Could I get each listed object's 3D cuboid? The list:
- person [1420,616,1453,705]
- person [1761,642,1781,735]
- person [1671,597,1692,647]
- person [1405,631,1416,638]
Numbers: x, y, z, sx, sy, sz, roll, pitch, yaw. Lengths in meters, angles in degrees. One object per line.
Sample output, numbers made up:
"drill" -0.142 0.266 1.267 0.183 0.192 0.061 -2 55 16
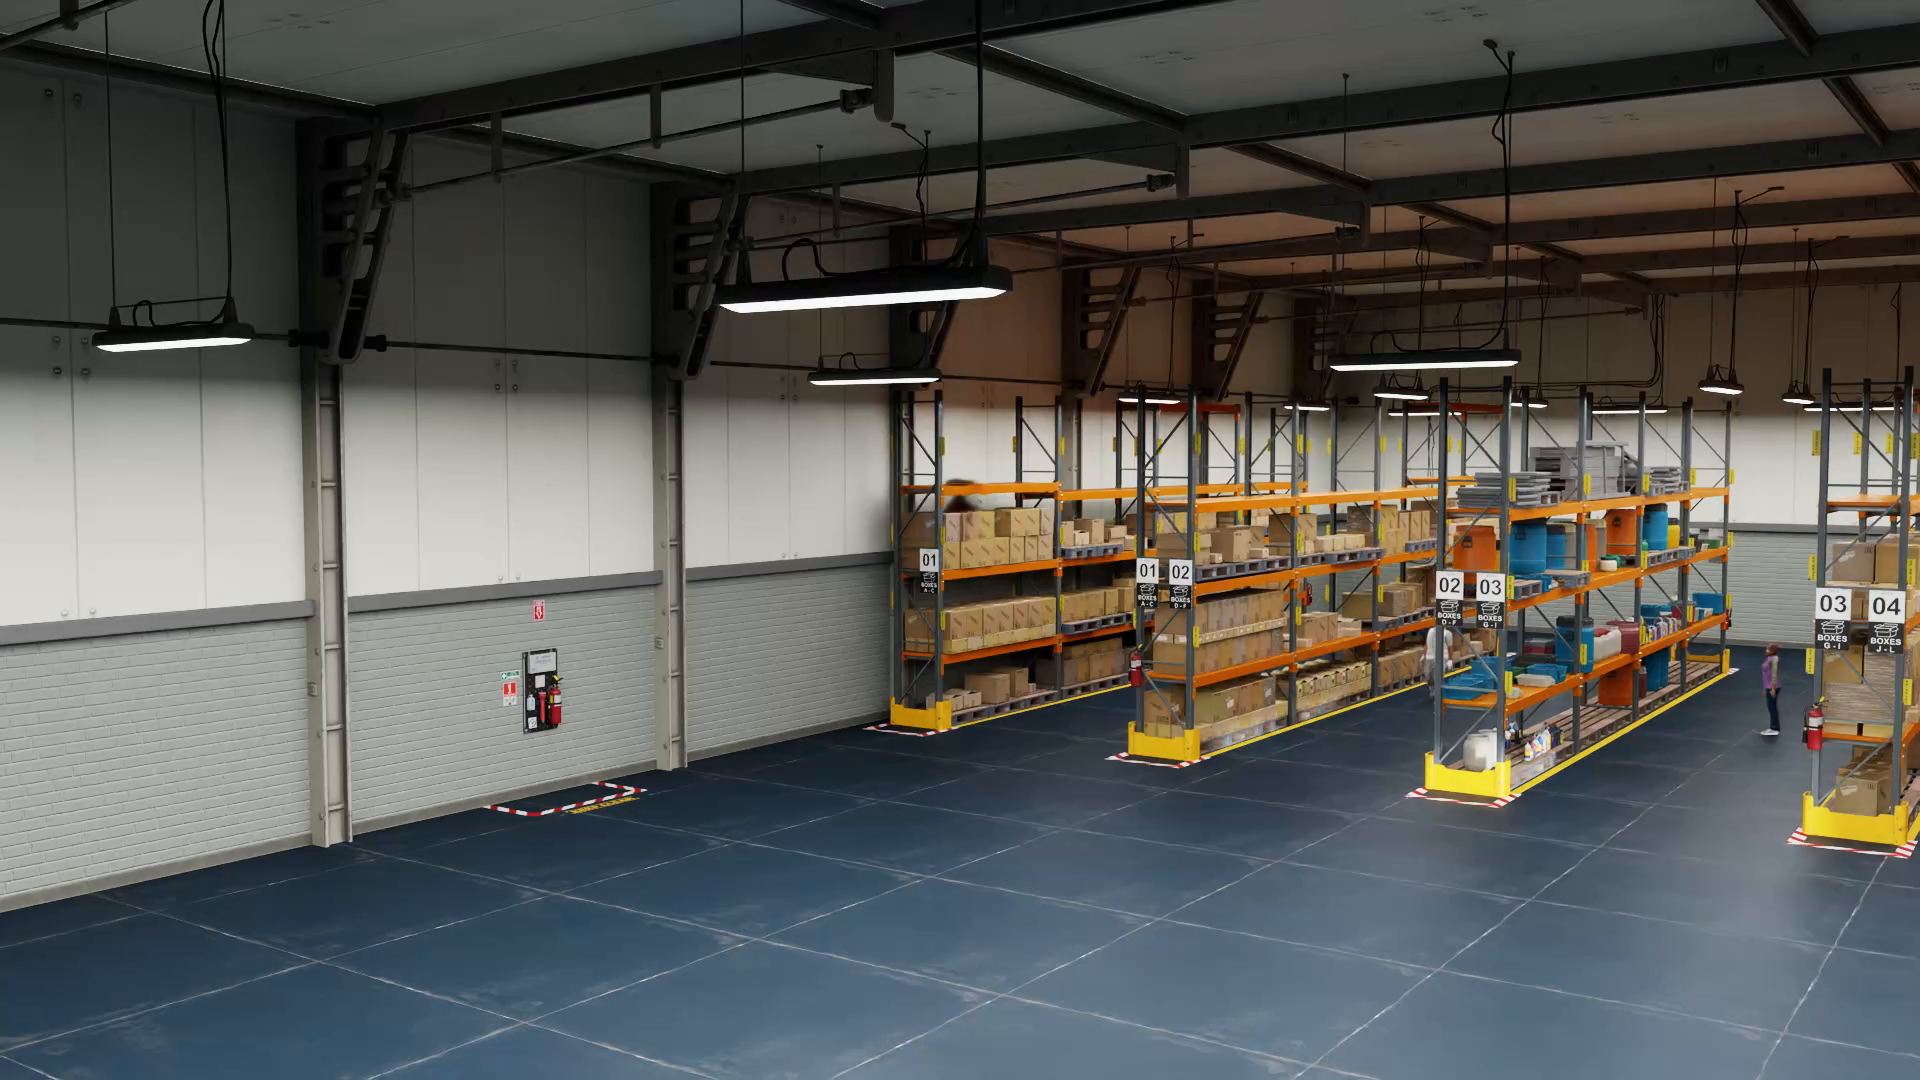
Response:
"person" 9.284 2.307 32.343 0.627 1.735 0.923 2 4 32
"person" 14.054 2.575 28.832 0.326 1.604 0.437 2 4 27
"person" 17.341 1.932 39.970 0.505 1.668 0.629 1 3 16
"person" 11.290 1.843 41.735 0.486 1.583 1.015 1 3 17
